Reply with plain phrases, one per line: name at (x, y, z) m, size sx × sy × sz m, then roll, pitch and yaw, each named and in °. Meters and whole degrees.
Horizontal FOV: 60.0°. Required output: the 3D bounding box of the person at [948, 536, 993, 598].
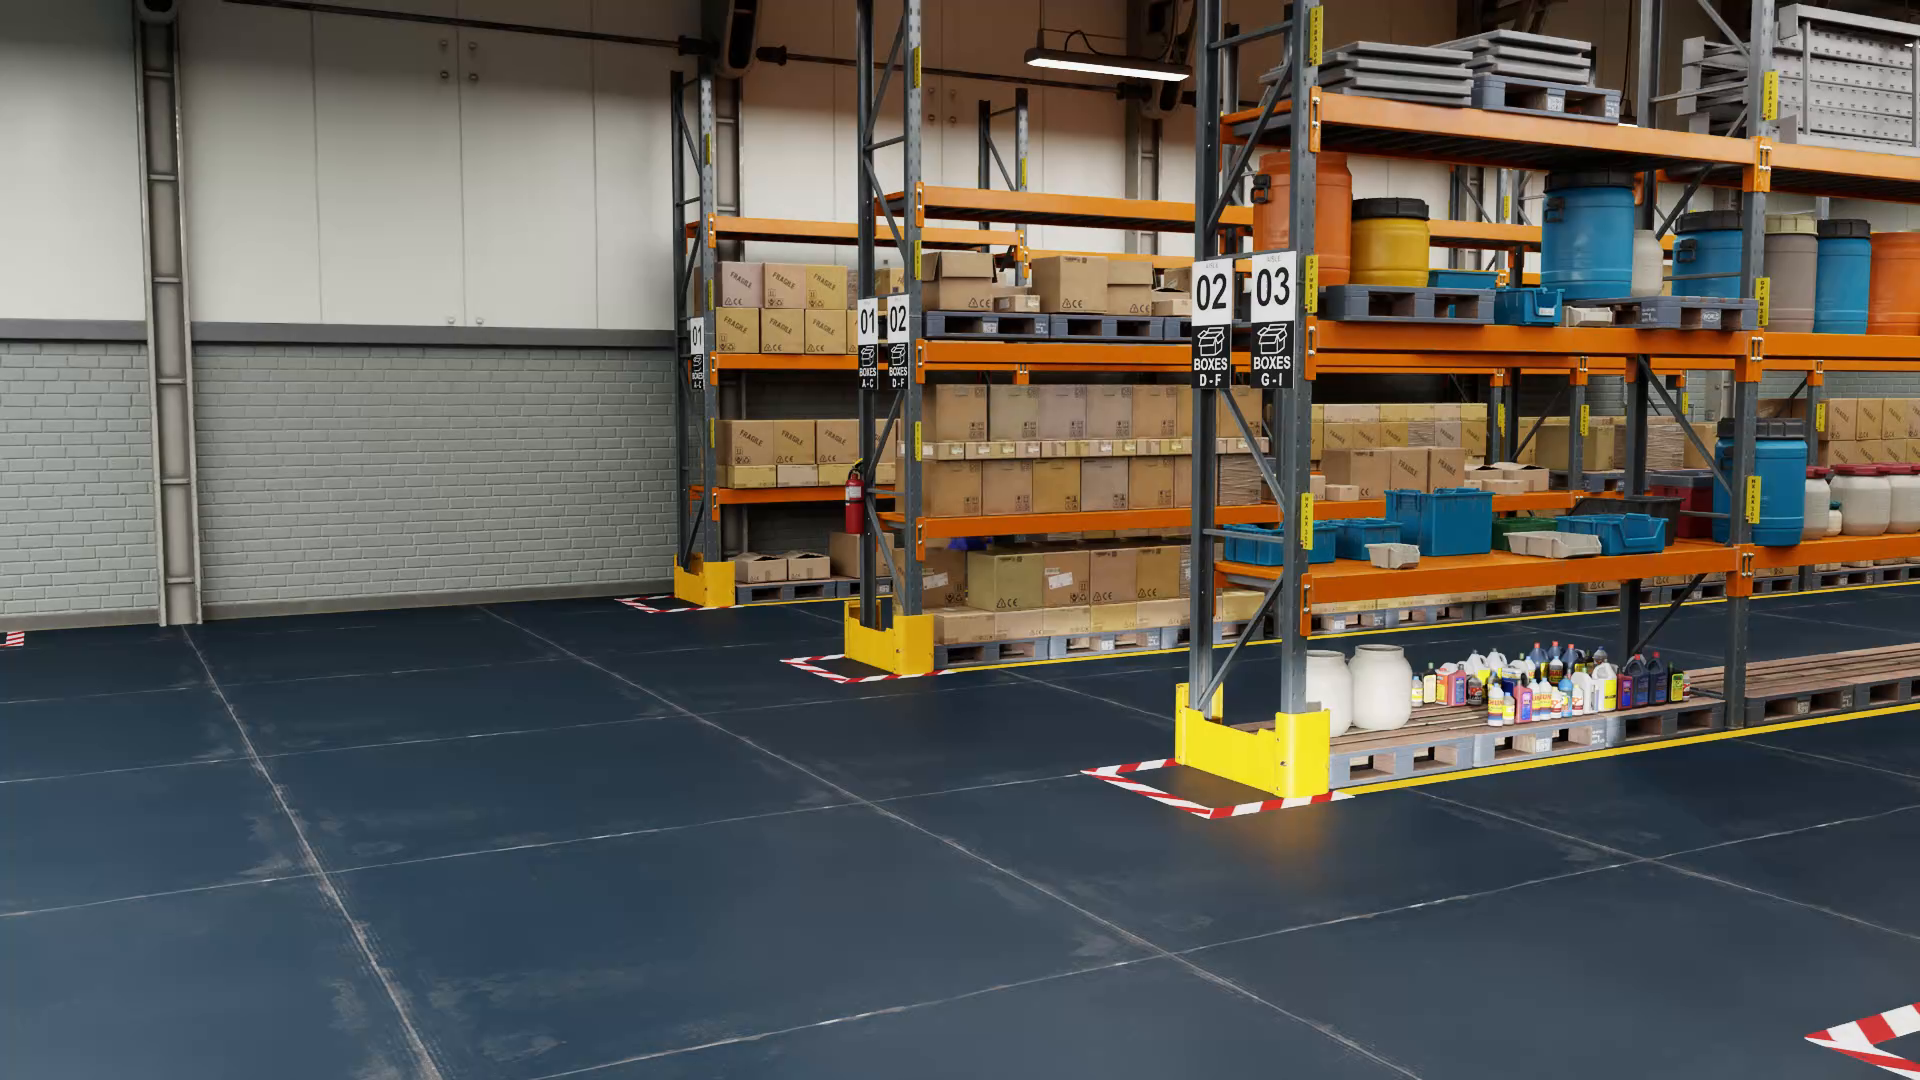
person at (0.094, 0.310, 17.200) m, size 0.500 × 1.106 × 0.749 m, roll -3°, pitch 6°, yaw -29°
